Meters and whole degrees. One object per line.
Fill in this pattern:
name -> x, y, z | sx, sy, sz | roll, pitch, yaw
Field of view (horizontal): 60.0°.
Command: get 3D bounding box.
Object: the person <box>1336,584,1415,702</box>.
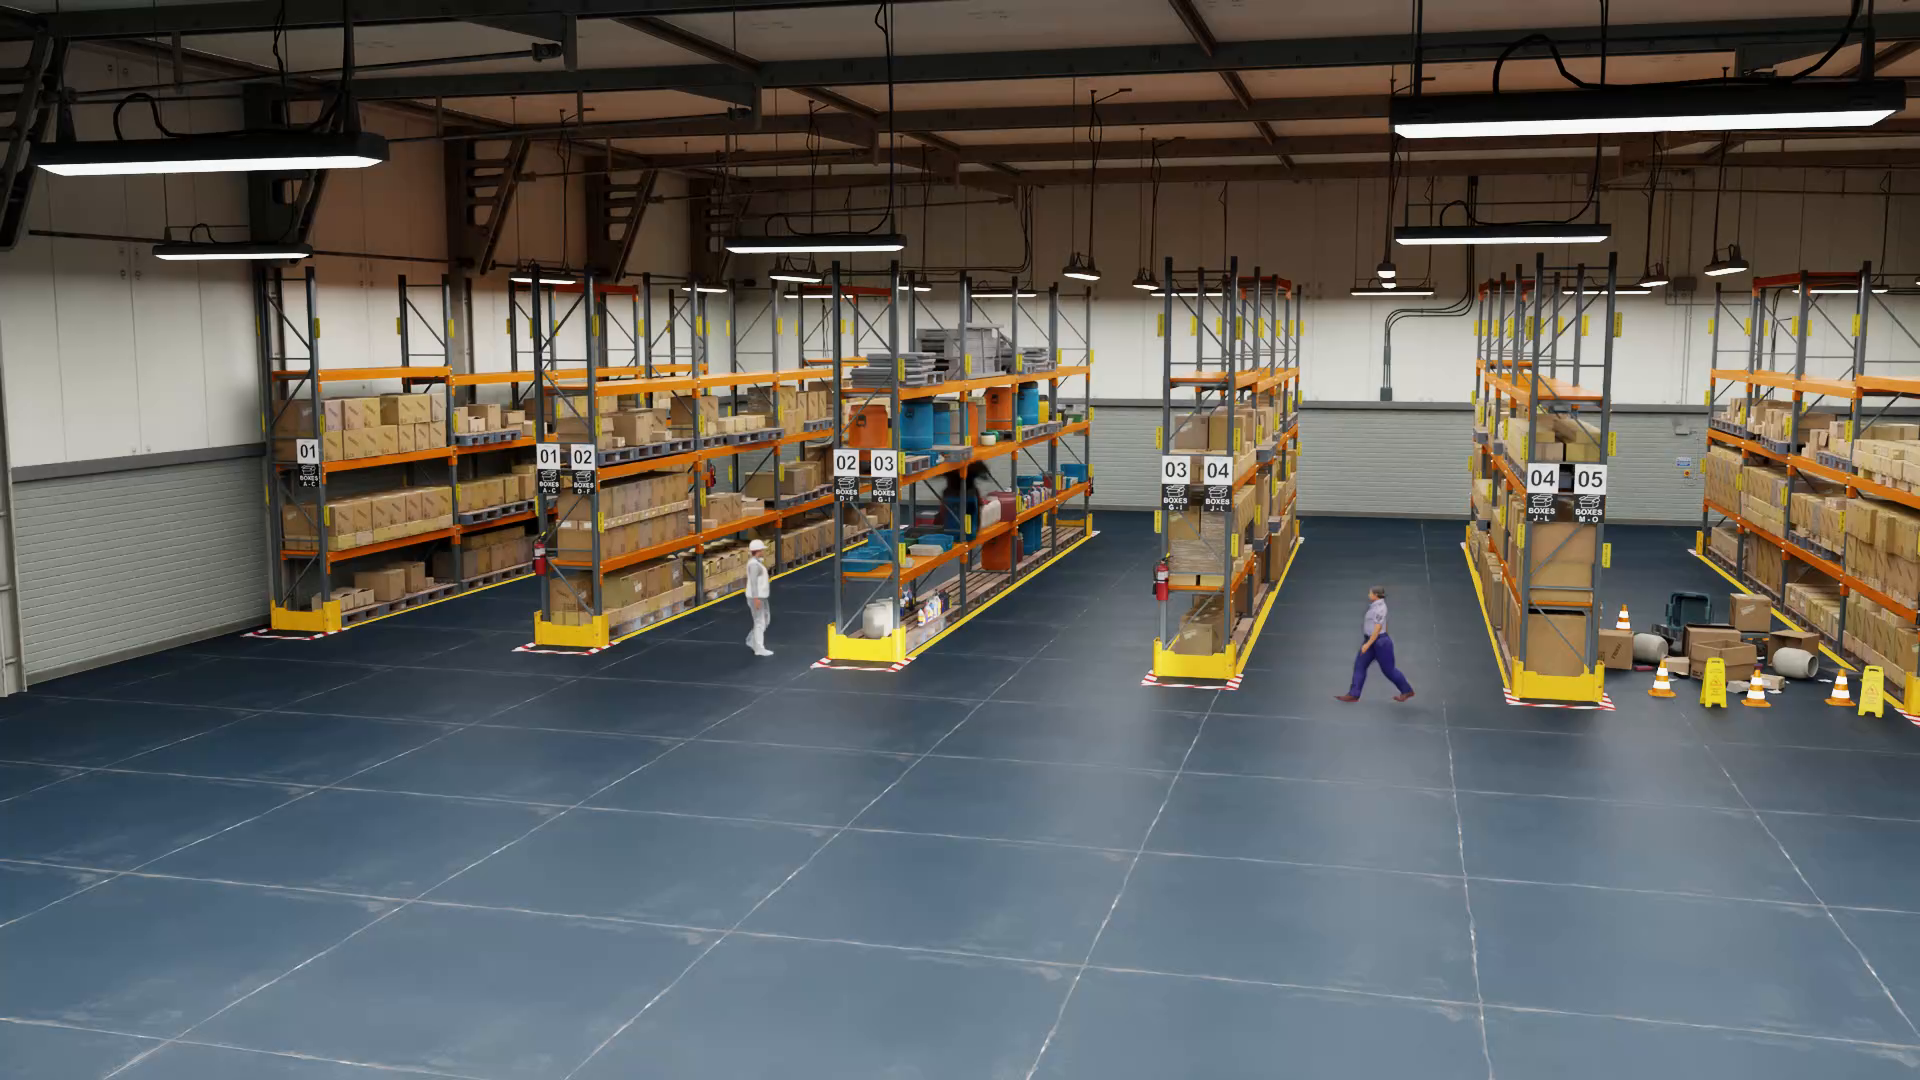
person -> 5.578, 1.397, 22.205 | 1.001, 1.594, 0.441 | -1, 7, -11

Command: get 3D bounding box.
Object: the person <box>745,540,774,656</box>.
person -> -3.119, 0.881, 25.683 | 0.505, 1.783, 0.597 | 1, 7, 4

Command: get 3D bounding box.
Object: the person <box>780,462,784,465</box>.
person -> -4.256, -0.952, 40.378 | 0.572, 1.706, 0.607 | 4, 8, 27
